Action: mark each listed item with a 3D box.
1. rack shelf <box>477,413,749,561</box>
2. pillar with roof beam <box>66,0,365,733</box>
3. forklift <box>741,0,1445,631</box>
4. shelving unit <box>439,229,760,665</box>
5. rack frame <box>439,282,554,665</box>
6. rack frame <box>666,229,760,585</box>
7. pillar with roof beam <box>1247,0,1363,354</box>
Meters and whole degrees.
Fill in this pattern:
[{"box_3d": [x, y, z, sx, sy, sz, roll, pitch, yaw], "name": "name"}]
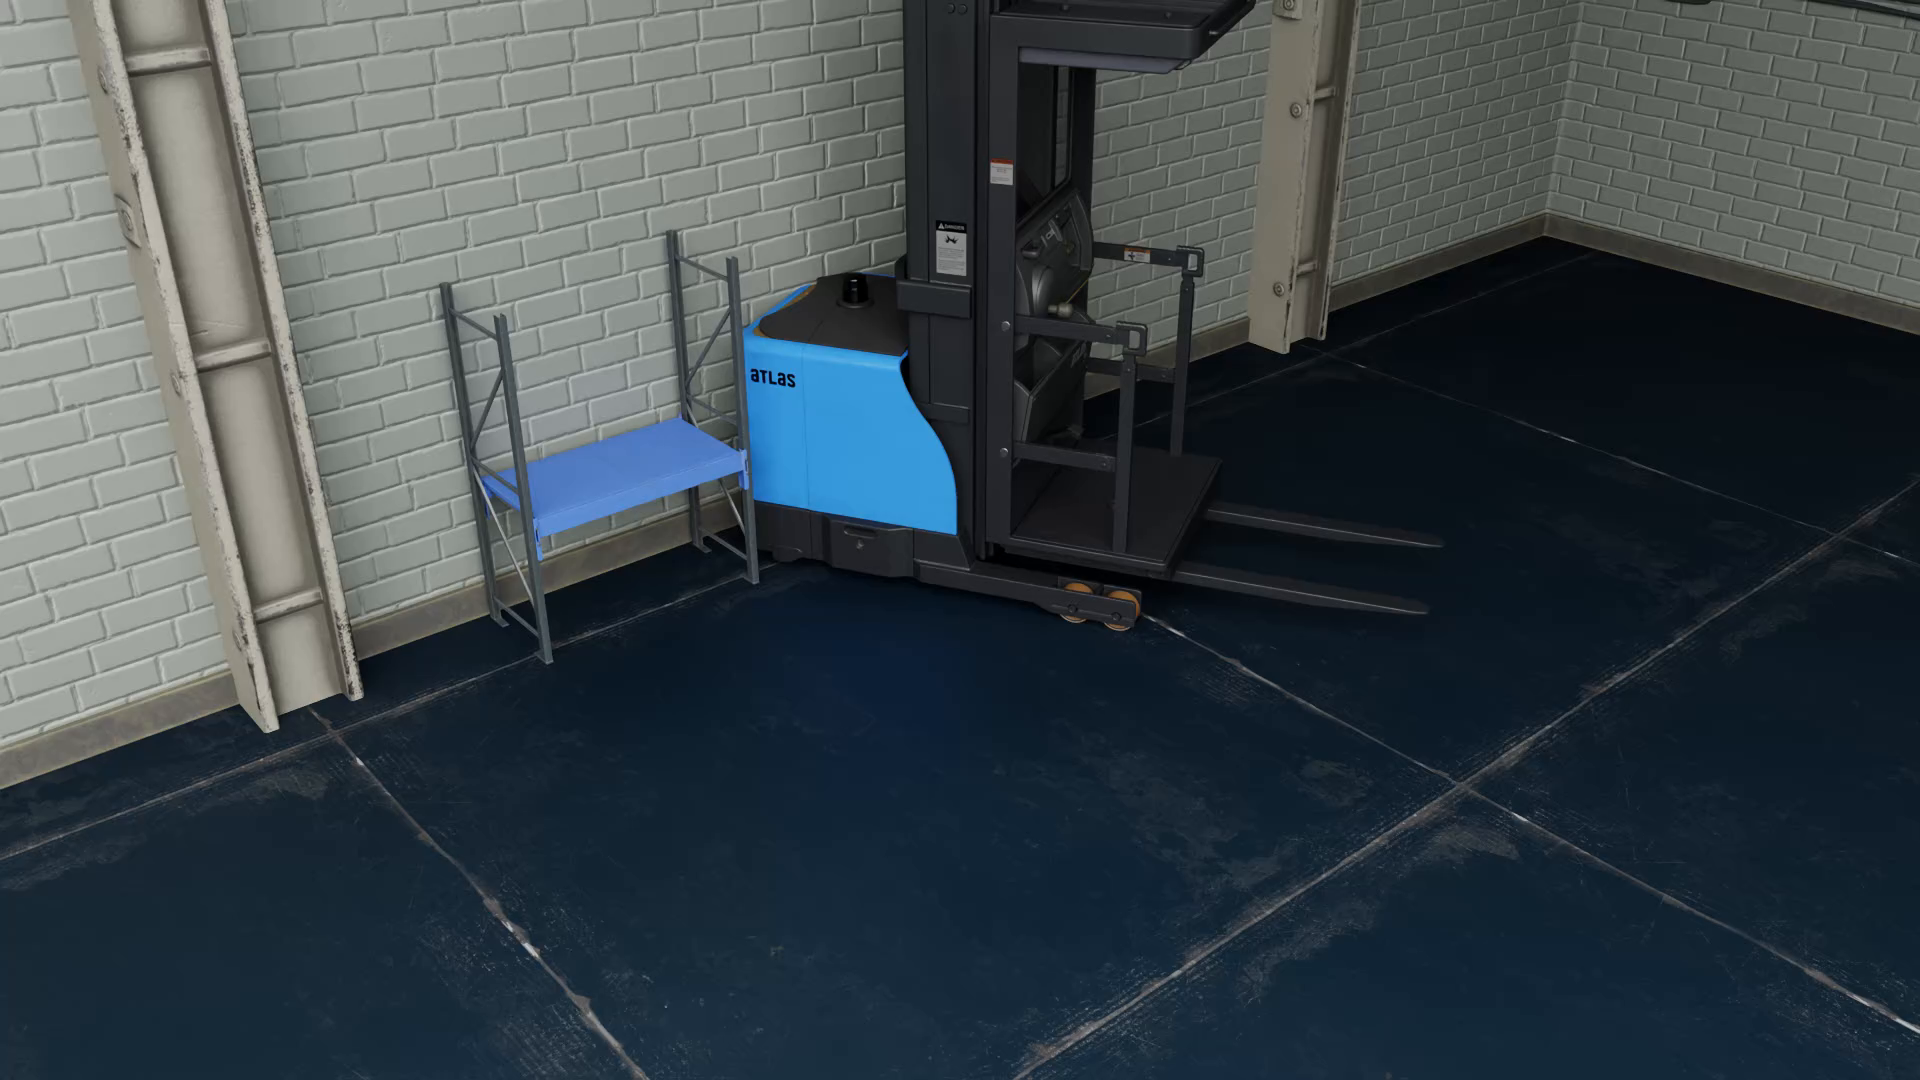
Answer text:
[{"box_3d": [-1.452, -0.242, 6.993, 1.000, 0.185, 0.538, -22, 35, -35], "name": "rack shelf"}, {"box_3d": [0.187, -1.800, 1.571, 0.400, 9.000, 9.100, -22, 35, -35], "name": "pillar with roof beam"}, {"box_3d": [0.585, -1.192, 6.870, 3.031, 2.935, 1.130, 10, 30, 18], "name": "forklift"}, {"box_3d": [-1.452, -0.400, 6.908, 1.048, 1.500, 0.538, -22, 35, -35], "name": "shelving unit"}, {"box_3d": [-1.839, -0.245, 6.617, 0.032, 1.500, 0.500, -22, 35, -35], "name": "rack frame"}, {"box_3d": [-1.066, -0.556, 7.199, 0.032, 1.500, 0.500, -22, 35, -35], "name": "rack frame"}, {"box_3d": [4.752, -3.636, 5.005, 0.400, 9.000, 9.100, -22, 35, -35], "name": "pillar with roof beam"}]
